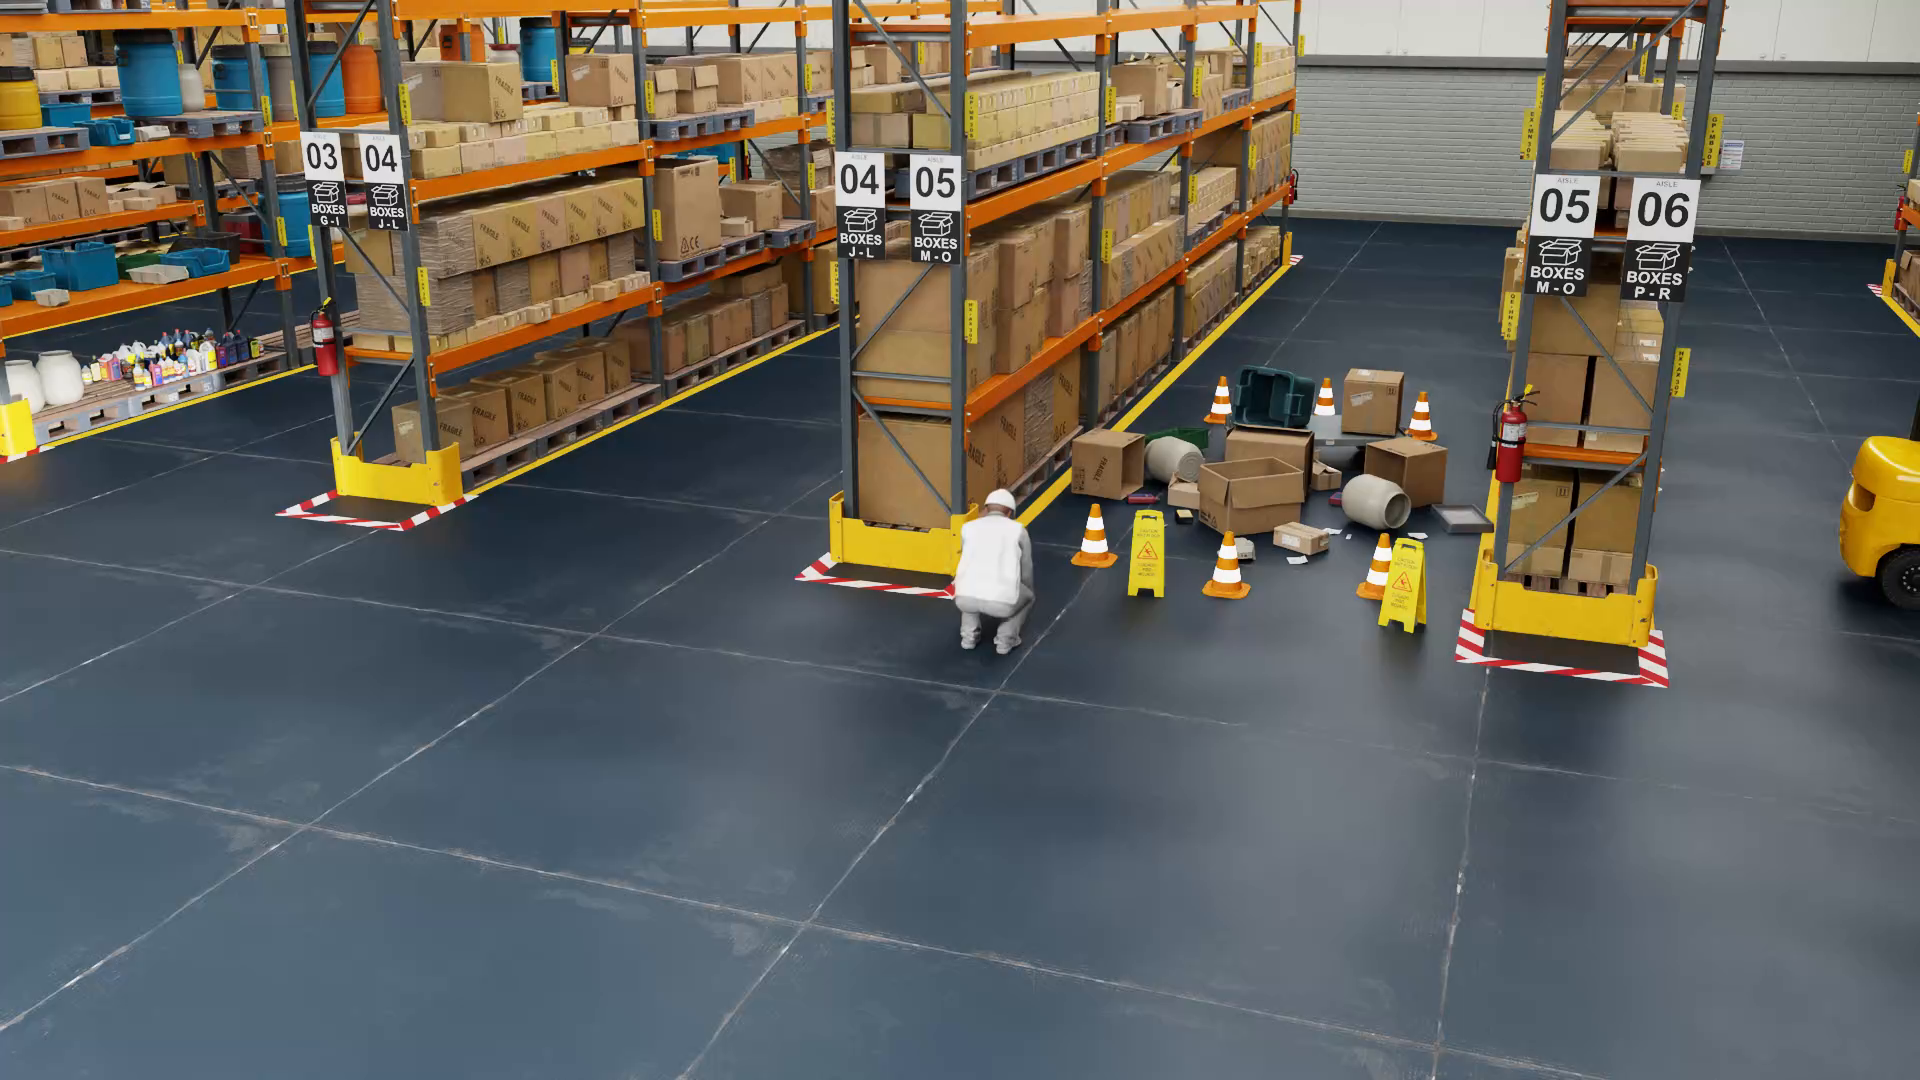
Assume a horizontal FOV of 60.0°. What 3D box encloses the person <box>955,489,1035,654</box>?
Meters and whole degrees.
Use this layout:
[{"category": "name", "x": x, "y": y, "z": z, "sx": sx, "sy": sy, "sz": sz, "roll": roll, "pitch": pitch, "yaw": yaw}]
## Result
[{"category": "person", "x": 0.245, "y": 0.214, "z": 11.602, "sx": 0.524, "sy": 1.011, "sz": 0.881, "roll": 6, "pitch": 19, "yaw": 17}]
